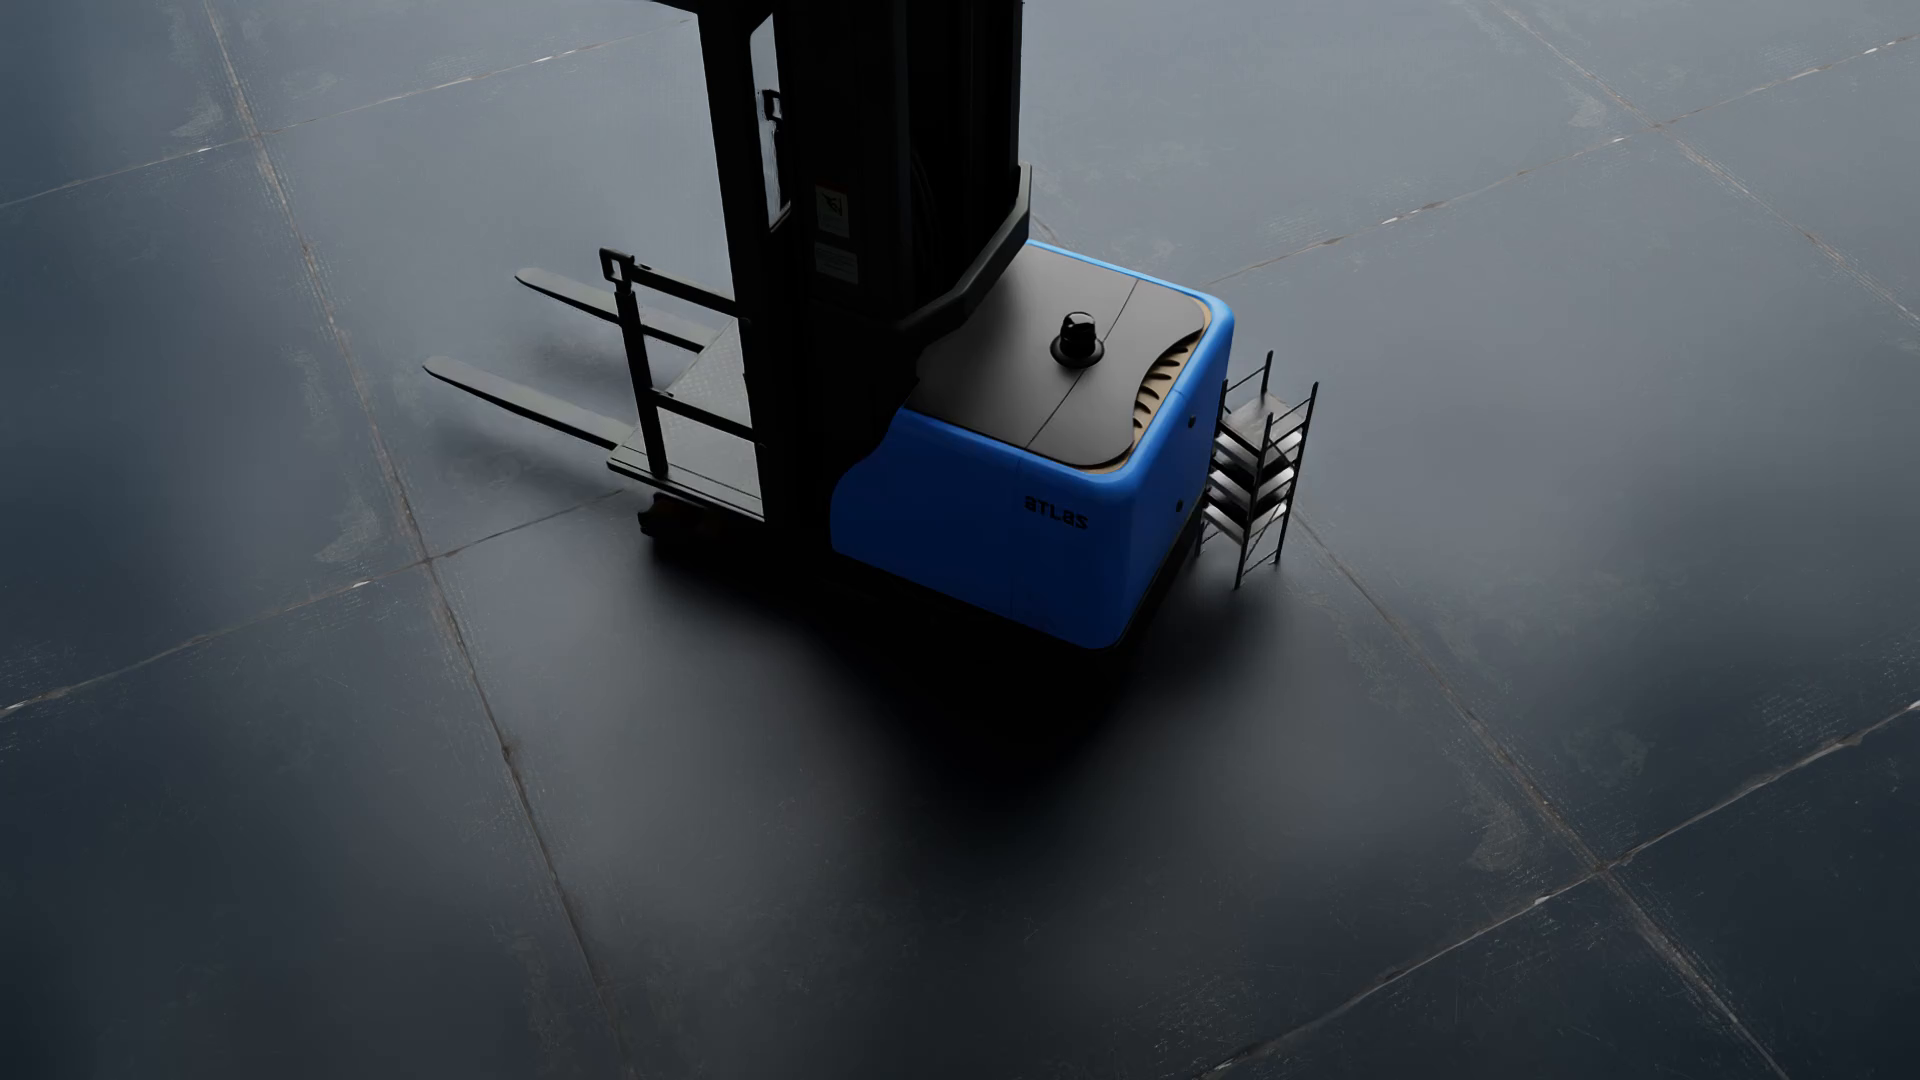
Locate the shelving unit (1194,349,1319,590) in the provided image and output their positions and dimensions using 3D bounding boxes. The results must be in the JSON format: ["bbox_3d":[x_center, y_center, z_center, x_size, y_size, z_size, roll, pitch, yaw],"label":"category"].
[{"bbox_3d":[1.031,-0.230,5.853,0.258,0.900,0.210,-33,56,-25],"label":"shelving unit"}]

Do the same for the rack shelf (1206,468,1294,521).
[{"bbox_3d":[1.031,-0.208,5.878,0.258,0.077,0.200,-33,56,-25],"label":"rack shelf"}]

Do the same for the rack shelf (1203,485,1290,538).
[{"bbox_3d":[1.031,-0.149,5.946,0.258,0.077,0.200,-33,56,-25],"label":"rack shelf"}]

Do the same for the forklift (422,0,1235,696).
[{"bbox_3d":[-0.623,-1.221,5.371,3.031,2.935,1.130,21,52,17],"label":"forklift"}]

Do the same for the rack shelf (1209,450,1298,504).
[{"bbox_3d":[1.031,-0.267,5.811,0.258,0.077,0.200,-33,56,-25],"label":"rack shelf"}]

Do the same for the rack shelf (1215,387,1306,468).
[{"bbox_3d":[1.031,-0.386,5.675,0.258,0.077,0.200,-33,56,-25],"label":"rack shelf"}]

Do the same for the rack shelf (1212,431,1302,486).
[{"bbox_3d":[1.031,-0.326,5.743,0.258,0.077,0.200,-33,56,-25],"label":"rack shelf"}]

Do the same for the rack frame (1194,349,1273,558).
[{"bbox_3d":[0.965,-0.288,5.904,0.240,0.900,0.006,-33,56,-25],"label":"rack frame"}]

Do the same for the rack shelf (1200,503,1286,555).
[{"bbox_3d":[1.031,-0.089,6.014,0.258,0.077,0.200,-33,56,-25],"label":"rack shelf"}]

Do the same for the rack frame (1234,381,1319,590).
[{"bbox_3d":[1.097,-0.172,5.802,0.240,0.900,0.006,-33,56,-25],"label":"rack frame"}]
